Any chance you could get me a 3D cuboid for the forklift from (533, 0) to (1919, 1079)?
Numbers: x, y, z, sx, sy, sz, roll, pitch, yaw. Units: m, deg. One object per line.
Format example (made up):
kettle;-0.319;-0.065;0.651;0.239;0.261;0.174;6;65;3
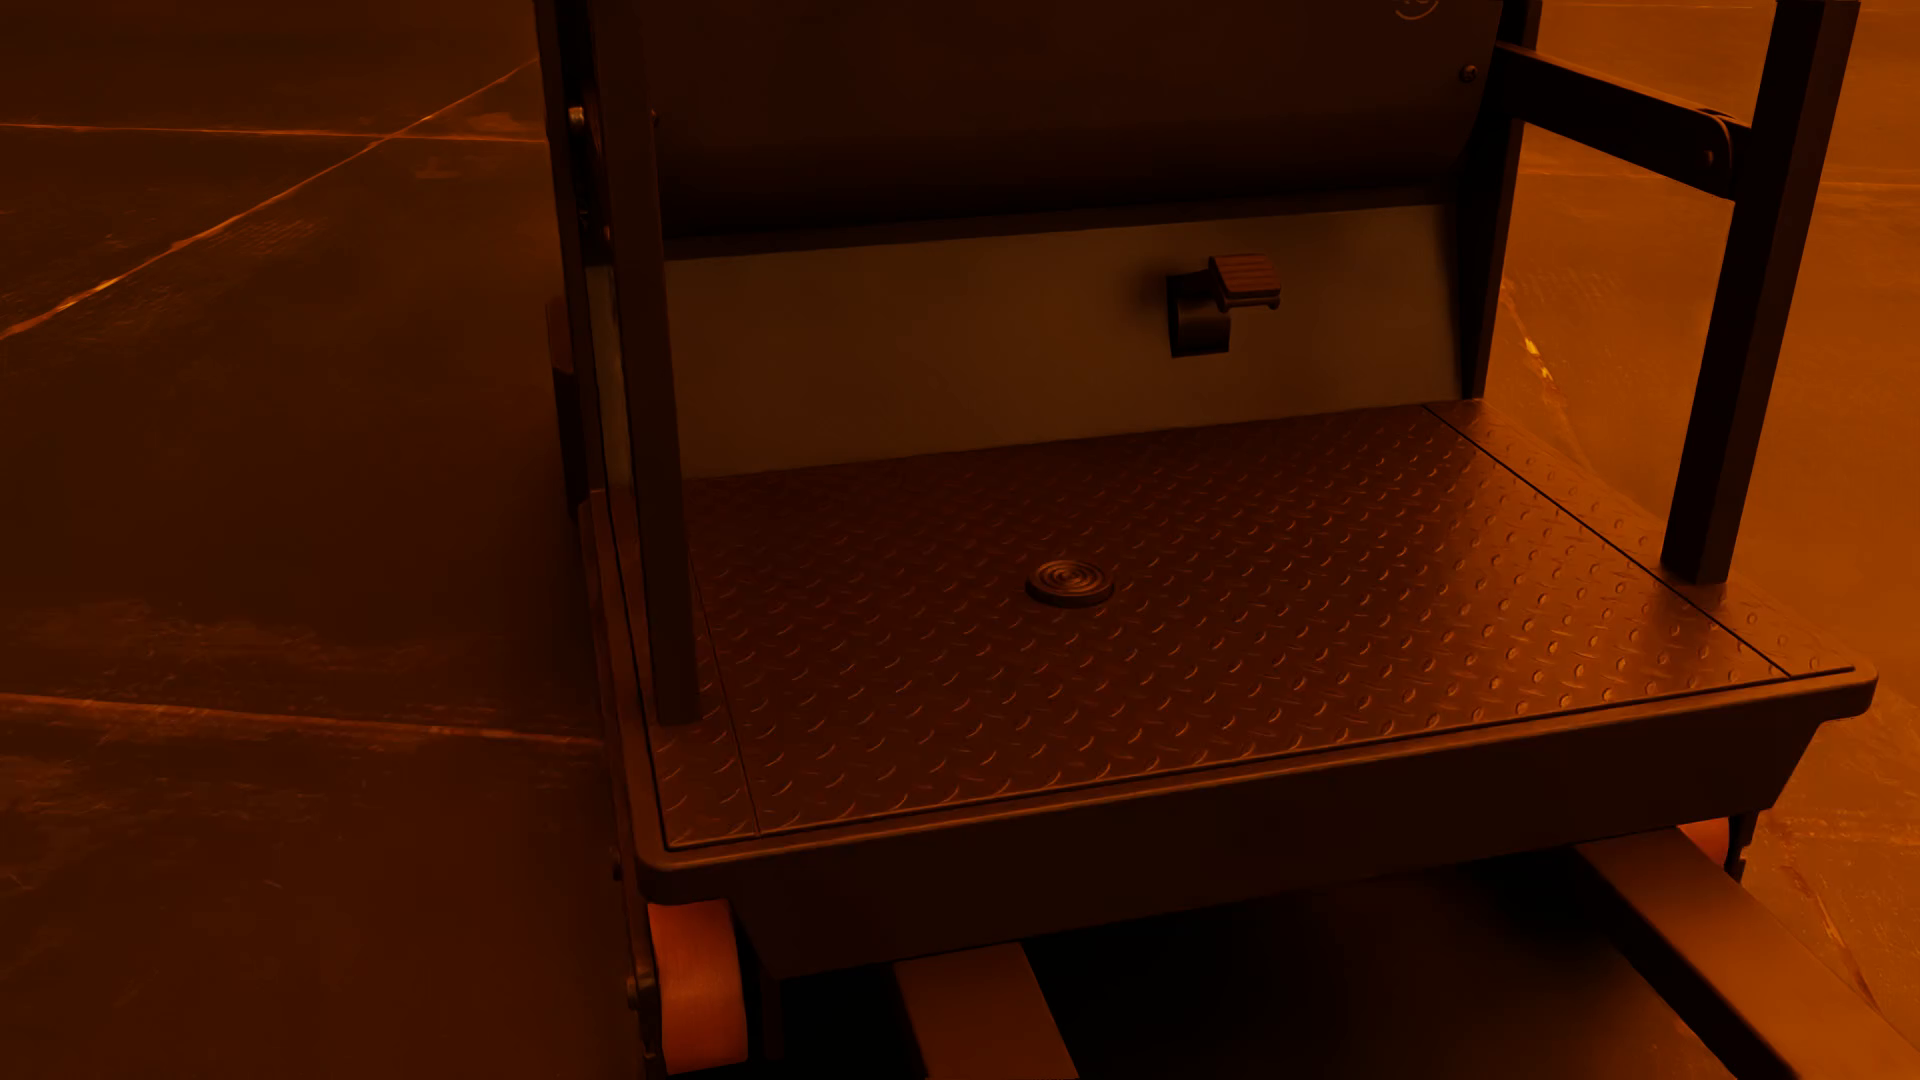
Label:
forklift;0.172;-1.016;1.254;1.130;2.935;3.031;-7;27;-13
